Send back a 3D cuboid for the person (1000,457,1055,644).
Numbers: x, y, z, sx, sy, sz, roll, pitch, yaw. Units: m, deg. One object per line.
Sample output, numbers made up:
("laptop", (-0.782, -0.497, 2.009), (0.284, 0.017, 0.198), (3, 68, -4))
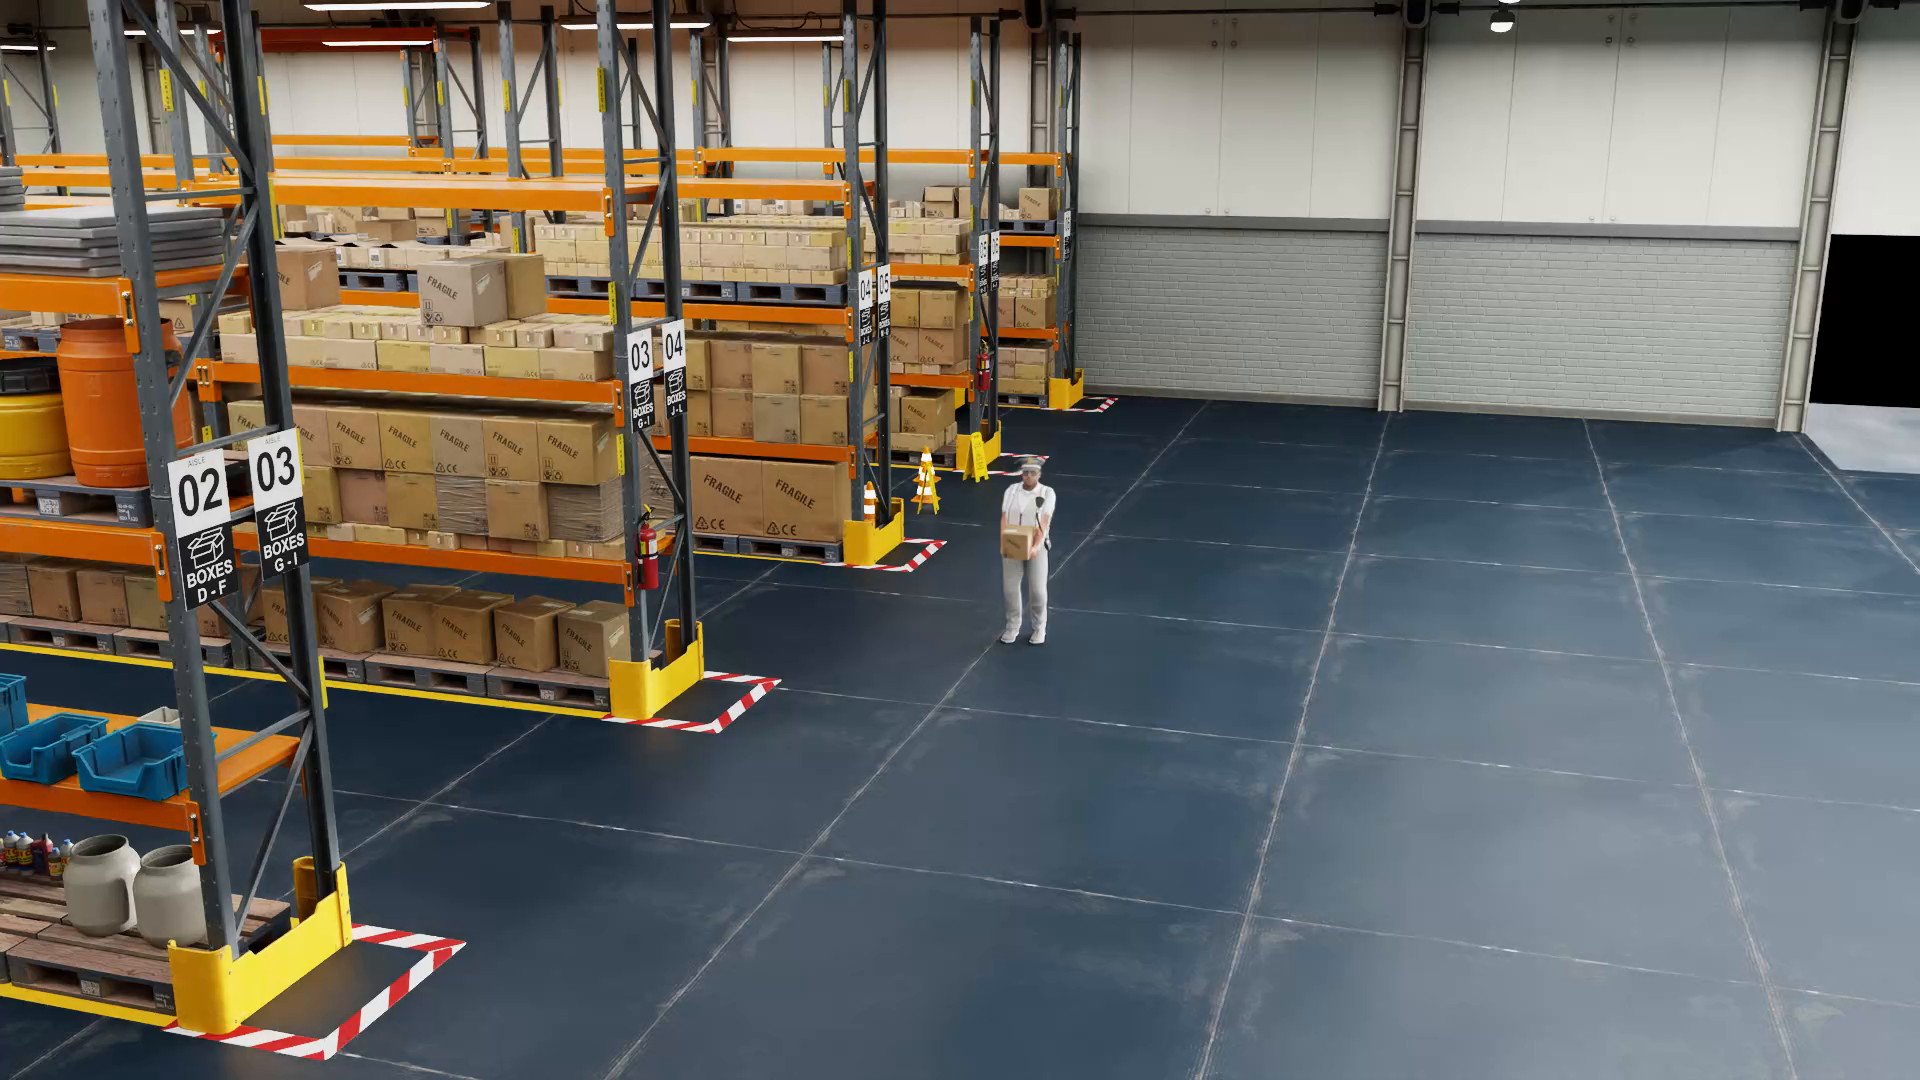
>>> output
("person", (0.615, 0.098, 15.602), (0.494, 1.766, 0.565), (5, 16, 17))
